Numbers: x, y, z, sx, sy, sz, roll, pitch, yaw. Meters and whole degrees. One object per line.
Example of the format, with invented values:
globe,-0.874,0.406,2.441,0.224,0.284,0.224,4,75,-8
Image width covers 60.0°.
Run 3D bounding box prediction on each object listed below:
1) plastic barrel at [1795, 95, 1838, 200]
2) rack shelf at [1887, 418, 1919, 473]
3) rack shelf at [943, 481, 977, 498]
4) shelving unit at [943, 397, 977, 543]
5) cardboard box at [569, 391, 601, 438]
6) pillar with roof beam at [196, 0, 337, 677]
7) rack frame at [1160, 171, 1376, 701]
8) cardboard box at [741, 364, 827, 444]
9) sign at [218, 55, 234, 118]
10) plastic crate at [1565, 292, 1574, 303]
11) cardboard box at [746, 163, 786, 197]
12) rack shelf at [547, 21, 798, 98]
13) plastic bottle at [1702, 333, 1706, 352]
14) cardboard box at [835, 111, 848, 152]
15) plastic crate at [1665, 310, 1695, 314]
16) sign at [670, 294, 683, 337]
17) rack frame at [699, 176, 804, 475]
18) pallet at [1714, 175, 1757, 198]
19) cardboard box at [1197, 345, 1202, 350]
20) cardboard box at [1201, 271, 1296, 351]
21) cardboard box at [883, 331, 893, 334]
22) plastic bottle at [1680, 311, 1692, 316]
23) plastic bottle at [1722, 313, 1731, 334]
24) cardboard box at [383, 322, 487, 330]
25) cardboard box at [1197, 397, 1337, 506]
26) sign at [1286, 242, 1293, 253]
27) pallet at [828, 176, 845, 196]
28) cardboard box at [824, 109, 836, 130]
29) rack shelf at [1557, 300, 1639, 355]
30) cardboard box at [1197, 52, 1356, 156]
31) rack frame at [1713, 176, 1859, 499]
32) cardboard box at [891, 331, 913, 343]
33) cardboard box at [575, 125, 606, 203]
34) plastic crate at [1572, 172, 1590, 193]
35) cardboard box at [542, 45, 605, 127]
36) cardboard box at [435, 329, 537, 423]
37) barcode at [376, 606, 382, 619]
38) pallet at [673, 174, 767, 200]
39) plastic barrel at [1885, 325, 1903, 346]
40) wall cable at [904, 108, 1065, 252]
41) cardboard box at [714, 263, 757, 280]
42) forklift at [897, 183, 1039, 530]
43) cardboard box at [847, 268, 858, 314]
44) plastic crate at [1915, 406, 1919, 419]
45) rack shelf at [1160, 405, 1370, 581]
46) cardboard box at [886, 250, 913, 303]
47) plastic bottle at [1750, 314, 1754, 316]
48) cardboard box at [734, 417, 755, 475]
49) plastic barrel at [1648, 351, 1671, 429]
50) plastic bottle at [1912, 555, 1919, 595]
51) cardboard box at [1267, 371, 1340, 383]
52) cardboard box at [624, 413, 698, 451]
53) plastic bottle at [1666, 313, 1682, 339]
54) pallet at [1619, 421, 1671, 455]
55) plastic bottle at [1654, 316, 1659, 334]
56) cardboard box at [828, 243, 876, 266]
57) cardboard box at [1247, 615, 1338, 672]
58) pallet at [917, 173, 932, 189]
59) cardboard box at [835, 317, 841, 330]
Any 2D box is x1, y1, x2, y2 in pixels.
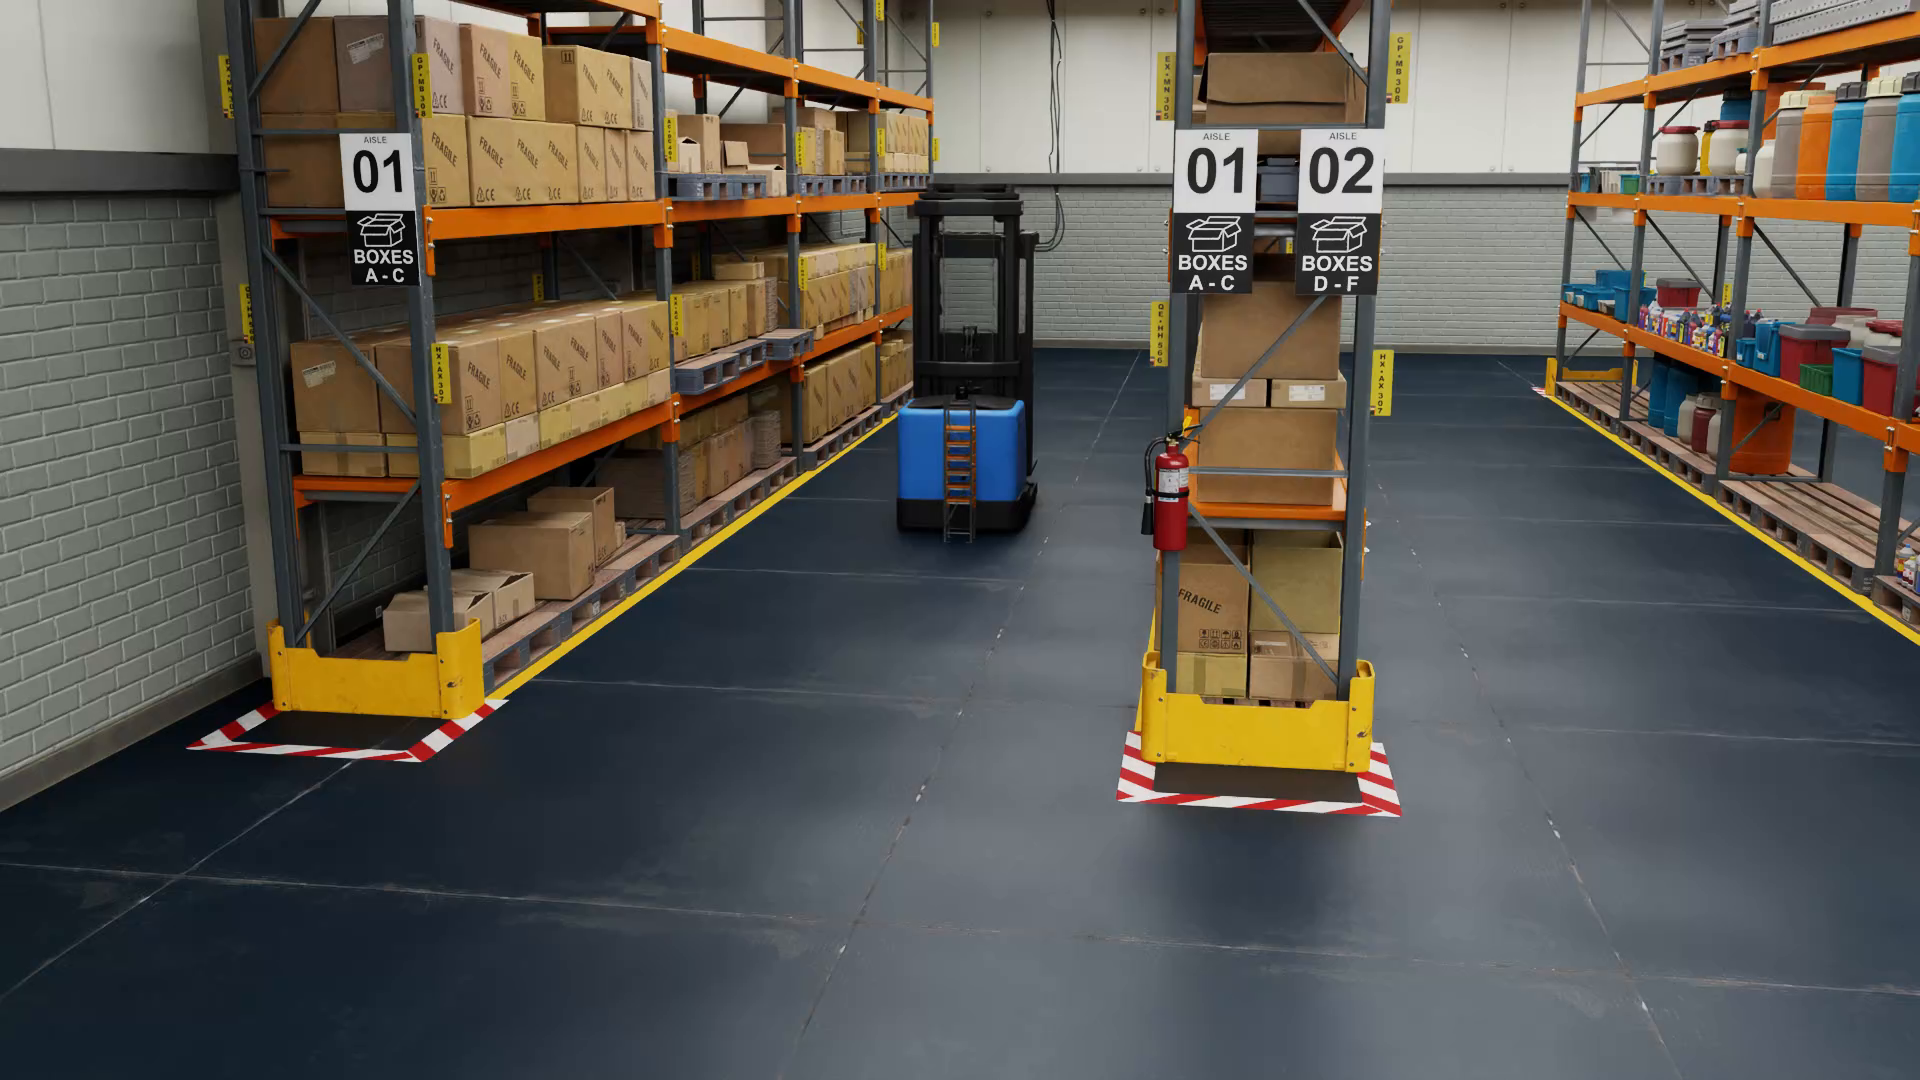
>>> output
plastic barrel,7.228,-3.218,13.664,0.600,0.830,0.708,2,12,9
rack shelf,6.747,-0.241,9.698,1.077,0.370,4.000,2,12,9
rack shelf,-0.002,-0.423,13.888,0.258,0.103,0.180,2,12,9
shelving unit,-0.002,-0.584,13.853,0.258,1.200,0.189,2,12,9
cardboard box,-2.731,-0.844,11.100,0.500,0.250,0.500,2,12,9
pillar with roof beam,0.157,-3.464,8.707,9.100,9.000,0.400,2,12,9
rack frame,1.545,-0.337,8.438,1.000,3.000,0.127,2,12,9
cardboard box,-1.877,-1.466,17.780,0.750,0.750,0.750,2,12,8
sign,-3.895,-2.418,8.873,0.100,0.325,0.005,2,12,9
plastic crate,8.406,-3.302,22.680,0.250,0.136,0.298,2,12,9
cardboard box,-1.964,-3.436,15.862,0.500,0.311,0.500,2,12,9
rack shelf,-2.427,-4.132,14.461,1.077,0.370,4.000,2,12,9
plastic bottle,7.426,-1.975,16.507,0.097,0.201,0.097,0,12,0
cardboard box,-1.628,-5.162,21.047,0.500,0.500,0.500,2,12,8
plastic crate,8.498,-2.667,19.731,0.396,0.136,0.243,2,12,9
sign,-2.197,-1.737,12.878,0.100,0.325,0.005,2,12,9
rack frame,-2.120,-2.162,16.907,1.000,3.000,0.127,2,12,9
pallet,7.884,-3.371,15.846,1.003,0.211,1.213,2,12,9
cardboard box,1.652,-1.112,10.256,0.380,0.149,0.250,2,12,8
cardboard box,1.713,-1.238,9.300,0.700,0.500,0.500,2,12,7
cardboard box,-1.154,-2.906,23.755,0.380,0.149,0.250,2,12,9
plastic bottle,7.845,-2.332,17.987,0.152,0.276,0.135,2,12,9
plastic bottle,8.263,-2.310,17.896,0.097,0.271,0.097,0,12,0
cardboard box,-3.325,-1.117,10.586,0.500,0.500,0.500,2,12,7
cardboard box,1.630,-0.483,8.877,0.700,0.500,0.500,2,12,9
sign,3.940,-3.384,19.828,0.100,0.325,0.005,2,12,9
pallet,-1.904,-3.905,18.322,1.003,0.211,1.213,2,12,11
cardboard box,-1.769,-4.913,19.489,0.500,0.250,0.500,3,12,13
rack shelf,8.592,-2.739,21.289,1.077,0.370,4.000,2,12,9
cardboard box,1.638,-2.247,8.607,0.797,0.503,0.637,3,12,13
rack frame,7.670,-1.841,15.418,1.000,3.000,0.127,2,12,9
cardboard box,-0.776,-2.893,23.696,0.380,0.149,0.250,2,12,10
cardboard box,-2.706,-2.520,11.162,0.500,0.500,0.500,1,12,6
plastic crate,8.565,-4.838,22.513,0.497,0.269,0.590,2,12,9
cardboard box,-2.688,-3.007,11.048,0.500,0.500,0.500,1,12,7
cardboard box,-2.894,-0.992,10.006,0.500,0.500,0.500,2,12,9
barcode,-3.547,0.440,10.148,0.001,0.075,0.075,2,12,9
pallet,-2.378,-3.045,14.330,1.213,0.211,1.003,2,12,9
plastic barrel,7.531,-1.420,13.139,0.433,0.535,0.433,0,12,0
wall cable,0.334,-6.408,29.739,3.097,2.526,0.112,2,12,9
cardboard box,-2.178,-2.603,16.131,0.380,0.149,0.250,0,12,-1
forklift,0.146,-1.780,15.297,1.130,2.935,3.031,1,12,7
cardboard box,-1.481,-2.884,19.265,0.500,0.500,0.500,2,12,9
plastic crate,6.848,-0.874,11.074,0.767,0.338,0.504,2,12,9
rack shelf,1.853,-0.402,10.446,1.077,0.370,4.000,2,12,9
cardboard box,-1.059,-3.716,23.404,0.980,0.700,0.700,2,12,8
plastic bottle,8.353,-2.264,17.671,0.152,0.276,0.135,2,12,9
cardboard box,-2.373,-0.900,15.941,0.700,0.500,0.500,2,12,9
plastic barrel,8.184,-1.741,18.935,0.600,0.901,0.708,2,12,9
plastic bottle,6.550,0.228,11.236,0.152,0.276,0.135,2,12,11
cardboard box,1.896,-0.885,9.202,0.380,0.149,0.250,2,12,9
cardboard box,-2.574,-0.935,14.321,0.500,0.250,0.500,2,12,7
plastic bottle,7.659,-2.288,17.786,0.152,0.276,0.135,2,12,9
pallet,8.125,-1.152,18.836,1.003,0.211,1.213,2,12,9
plastic bottle,7.721,-2.373,18.357,0.097,0.201,0.097,0,12,0
cardboard box,-1.323,-3.460,20.158,0.500,0.250,0.500,2,12,10
cardboard box,1.921,0.593,9.652,0.500,0.250,0.500,2,12,9
pallet,-0.993,-5.096,23.610,1.003,0.211,1.213,2,12,9
cardboard box,-1.568,-2.484,18.951,0.380,0.149,0.250,2,12,10
